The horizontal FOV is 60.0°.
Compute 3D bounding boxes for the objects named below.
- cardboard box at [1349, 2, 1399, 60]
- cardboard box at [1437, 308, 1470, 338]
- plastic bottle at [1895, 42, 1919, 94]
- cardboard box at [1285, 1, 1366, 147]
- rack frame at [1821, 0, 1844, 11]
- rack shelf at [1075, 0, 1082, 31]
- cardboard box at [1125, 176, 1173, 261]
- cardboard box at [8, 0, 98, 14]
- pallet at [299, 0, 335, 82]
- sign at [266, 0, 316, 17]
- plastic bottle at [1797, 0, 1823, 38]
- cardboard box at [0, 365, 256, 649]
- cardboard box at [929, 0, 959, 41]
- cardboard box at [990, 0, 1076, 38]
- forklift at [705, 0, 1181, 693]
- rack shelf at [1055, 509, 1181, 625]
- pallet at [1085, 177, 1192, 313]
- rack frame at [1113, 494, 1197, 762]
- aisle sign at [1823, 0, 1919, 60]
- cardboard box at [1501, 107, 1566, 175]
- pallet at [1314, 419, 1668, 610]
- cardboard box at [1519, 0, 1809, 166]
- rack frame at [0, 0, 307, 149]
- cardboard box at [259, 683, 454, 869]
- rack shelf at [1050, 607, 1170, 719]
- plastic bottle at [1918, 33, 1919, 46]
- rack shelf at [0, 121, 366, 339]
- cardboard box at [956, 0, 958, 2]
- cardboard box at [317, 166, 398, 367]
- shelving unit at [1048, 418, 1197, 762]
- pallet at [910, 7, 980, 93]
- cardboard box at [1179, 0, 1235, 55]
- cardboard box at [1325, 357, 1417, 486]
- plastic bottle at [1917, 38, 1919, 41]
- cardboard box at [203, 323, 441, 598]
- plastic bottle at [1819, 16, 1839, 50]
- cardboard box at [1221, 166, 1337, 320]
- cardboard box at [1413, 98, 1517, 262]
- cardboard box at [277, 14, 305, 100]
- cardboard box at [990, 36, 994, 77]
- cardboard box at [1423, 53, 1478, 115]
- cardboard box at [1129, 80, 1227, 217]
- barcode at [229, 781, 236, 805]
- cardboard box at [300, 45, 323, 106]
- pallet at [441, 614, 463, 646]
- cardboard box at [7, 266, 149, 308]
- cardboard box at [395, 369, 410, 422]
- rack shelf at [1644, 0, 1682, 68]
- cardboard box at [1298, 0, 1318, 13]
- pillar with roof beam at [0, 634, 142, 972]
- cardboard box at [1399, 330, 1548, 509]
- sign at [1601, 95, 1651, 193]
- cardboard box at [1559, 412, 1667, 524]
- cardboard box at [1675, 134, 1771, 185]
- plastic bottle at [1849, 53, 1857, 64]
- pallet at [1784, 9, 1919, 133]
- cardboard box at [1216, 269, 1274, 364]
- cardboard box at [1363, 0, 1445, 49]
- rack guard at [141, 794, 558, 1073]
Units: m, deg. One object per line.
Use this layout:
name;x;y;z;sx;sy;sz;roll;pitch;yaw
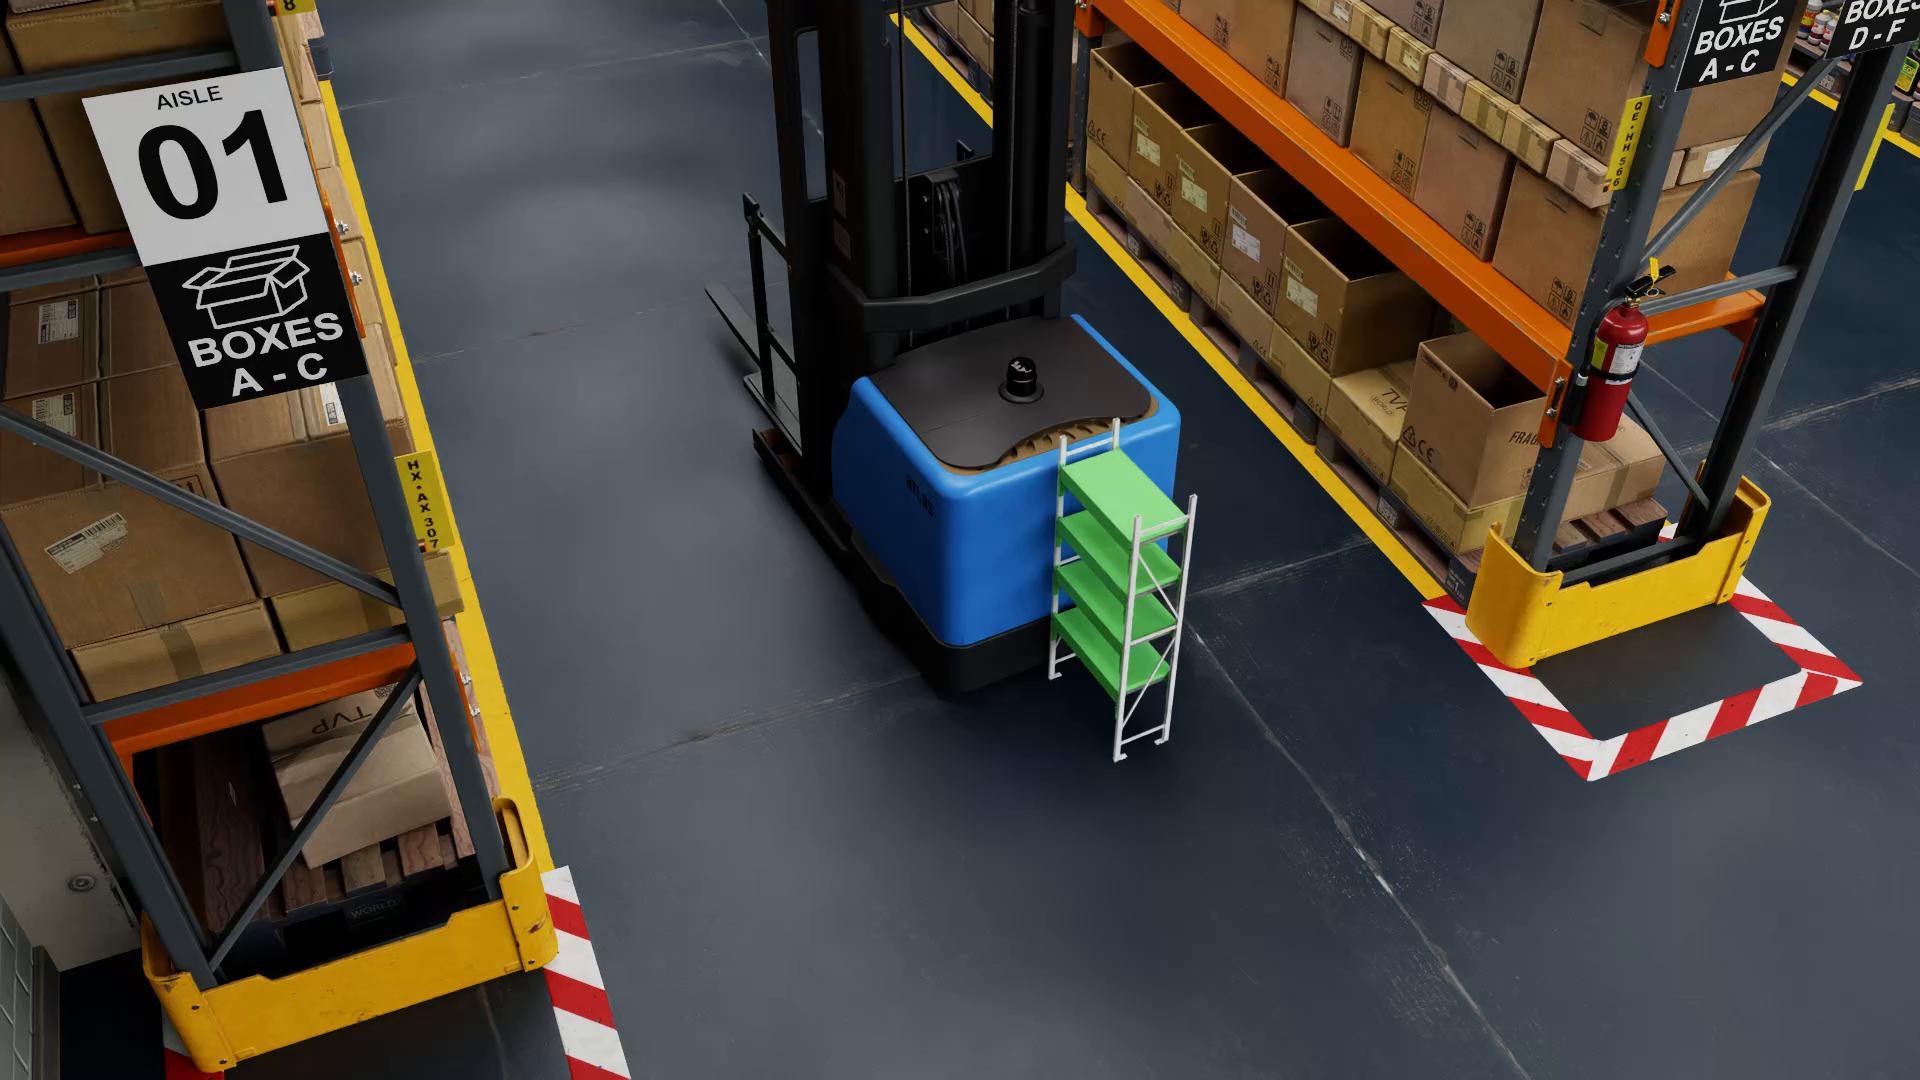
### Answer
cardboard box;1.838;-2.119;6.839;0.380;0.149;0.250;-14;43;-16
cardboard box;2.464;-0.953;7.269;0.500;0.500;0.500;-15;43;-17
plastic bottle;5.727;-2.839;9.997;0.061;0.283;0.133;-13;42;-15
cardboard box;1.895;-2.127;7.346;0.700;0.500;0.500;-14;43;-16
rack frame;5.704;-4.516;10.201;1.000;3.000;0.127;-15;43;-17
rack shelf;0.361;-4.214;10.402;1.077;0.370;4.000;-15;43;-17
cardboard box;1.210;-1.741;8.761;0.500;0.250;0.500;-15;43;-17
cardboard box;-1.842;-1.489;3.522;0.500;0.500;0.500;-18;44;-20
pallet;-3.607;-2.468;7.967;1.003;0.211;1.213;-15;43;-17
sign;-1.417;-1.239;3.419;0.100;0.325;0.005;-15;43;-17
plastic bottle;5.421;-3.347;10.596;0.097;0.271;0.097;0;41;0
cardboard box;-2.295;-0.100;4.591;0.500;0.500;0.500;-16;43;-17
cardboard box;0.118;-3.496;10.802;0.500;0.250;0.500;-14;43;-16
cardboard box;0.502;-3.096;9.906;0.500;0.311;0.500;-14;43;-16
forklift;-0.292;-1.473;6.714;1.130;2.935;3.031;-19;44;-21
rack shelf;0.573;0.068;5.981;0.258;0.148;0.480;-19;44;-21
pallet;1.392;-1.735;9.106;1.003;0.211;1.213;-15;43;-17
rack frame;0.686;0.342;5.932;0.240;1.200;0.015;-19;44;-21
aisle sign;2.965;-1.895;5.159;0.394;0.787;0.004;-15;43;-17
cardboard box;2.233;-1.496;6.115;0.380;0.149;0.250;-14;43;-16
pallet;2.326;-0.266;7.397;1.003;0.211;1.213;-15;43;-17
cardboard box;2.470;-1.719;5.876;0.700;0.500;0.500;-15;43;-17
rack frame;-1.918;-1.909;2.568;1.000;3.000;0.127;-15;43;-17
cardboard box;-2.100;0.779;5.768;0.500;0.311;0.500;-20;45;-22
rack shelf;0.573;0.432;6.294;0.258;0.148;0.480;-19;44;-21
plastic bottle;6.084;-3.326;10.511;0.144;0.351;0.185;-15;43;-17
rack shelf;-2.684;-1.704;5.182;1.077;0.370;4.000;-15;43;-17
cardboard box;0.124;-3.701;10.609;0.500;0.311;0.500;-16;43;-17
cardboard box;-2.195;-0.845;5.457;0.500;0.500;0.500;-16;43;-18
shelving unit;0.573;0.201;6.096;0.258;1.200;0.503;-19;44;-21
pallet;0.338;-3.395;11.036;1.003;0.211;1.213;-15;43;-17
cardboard box;1.510;-2.738;8.057;0.700;0.500;0.500;-16;43;-17
cardboard box;1.976;-0.537;7.360;0.500;0.250;0.500;-15;43;-17
plastic bottle;5.797;-3.001;10.194;0.097;0.271;0.097;0;41;0
cardboard box;-1.823;-0.232;4.744;0.500;0.500;0.500;-15;43;-17
plastic bottle;5.499;-3.198;10.477;0.097;0.201;0.097;0;41;0
cardboard box;1.591;-1.423;7.815;0.500;0.500;0.500;-15;43;-17
cardboard box;2.285;-1.510;6.629;0.700;0.500;0.500;-14;43;-16
cardboard box;-1.988;-1.414;4.201;0.500;0.500;0.500;-12;42;-14
cardboard box;0.508;-2.881;10.087;0.500;0.250;0.500;-16;43;-18
cardboard box;2.041;-1.802;6.471;0.380;0.149;0.250;-15;43;-16
cardboard box;1.213;-2.026;8.518;0.500;0.500;0.500;-15;43;-17
barcode;-2.476;0.864;5.662;0.001;0.075;0.075;-15;43;-17
cardboard box;-2.603;-1.466;6.179;0.500;0.500;0.500;-16;43;-18
pallet;-2.689;0.145;6.919;1.003;0.211;1.213;-15;43;-17
cardboard box;-2.680;-0.717;5.307;0.500;0.500;0.500;-16;43;-18
cardboard box;-2.213;-0.576;5.719;0.500;0.250;0.500;-16;43;-18
rack shelf;1.892;-2.942;6.622;1.077;0.370;4.000;-15;43;-17
cardboard box;1.646;-2.424;7.194;0.380;0.149;0.250;-15;43;-17
pillar with roof beam;0.992;-3.189;4.057;9.100;9.000;0.400;-15;43;-17
cardboard box;2.177;-0.522;6.769;0.500;0.500;0.500;-15;43;-17
sign;2.150;-1.274;5.362;0.100;0.325;0.005;-15;43;-17
cardboard box;2.657;-0.368;7.164;0.500;0.250;0.500;-15;43;-17
cardboard box;2.706;-1.447;6.057;0.380;0.149;0.250;-15;43;-17
plastic bottle;5.630;-3.088;10.235;0.144;0.351;0.185;-14;43;-16
pallet;5.923;-3.043;10.627;1.003;0.211;1.213;-15;43;-17
cardboard box;1.594;-1.139;8.061;0.500;0.250;0.500;-15;43;-17
cardboard box;2.070;-2.338;6.596;0.700;0.500;0.500;-15;43;-17
rack guard;-1.947;1.267;5.393;1.175;0.500;0.348;-15;43;-17
